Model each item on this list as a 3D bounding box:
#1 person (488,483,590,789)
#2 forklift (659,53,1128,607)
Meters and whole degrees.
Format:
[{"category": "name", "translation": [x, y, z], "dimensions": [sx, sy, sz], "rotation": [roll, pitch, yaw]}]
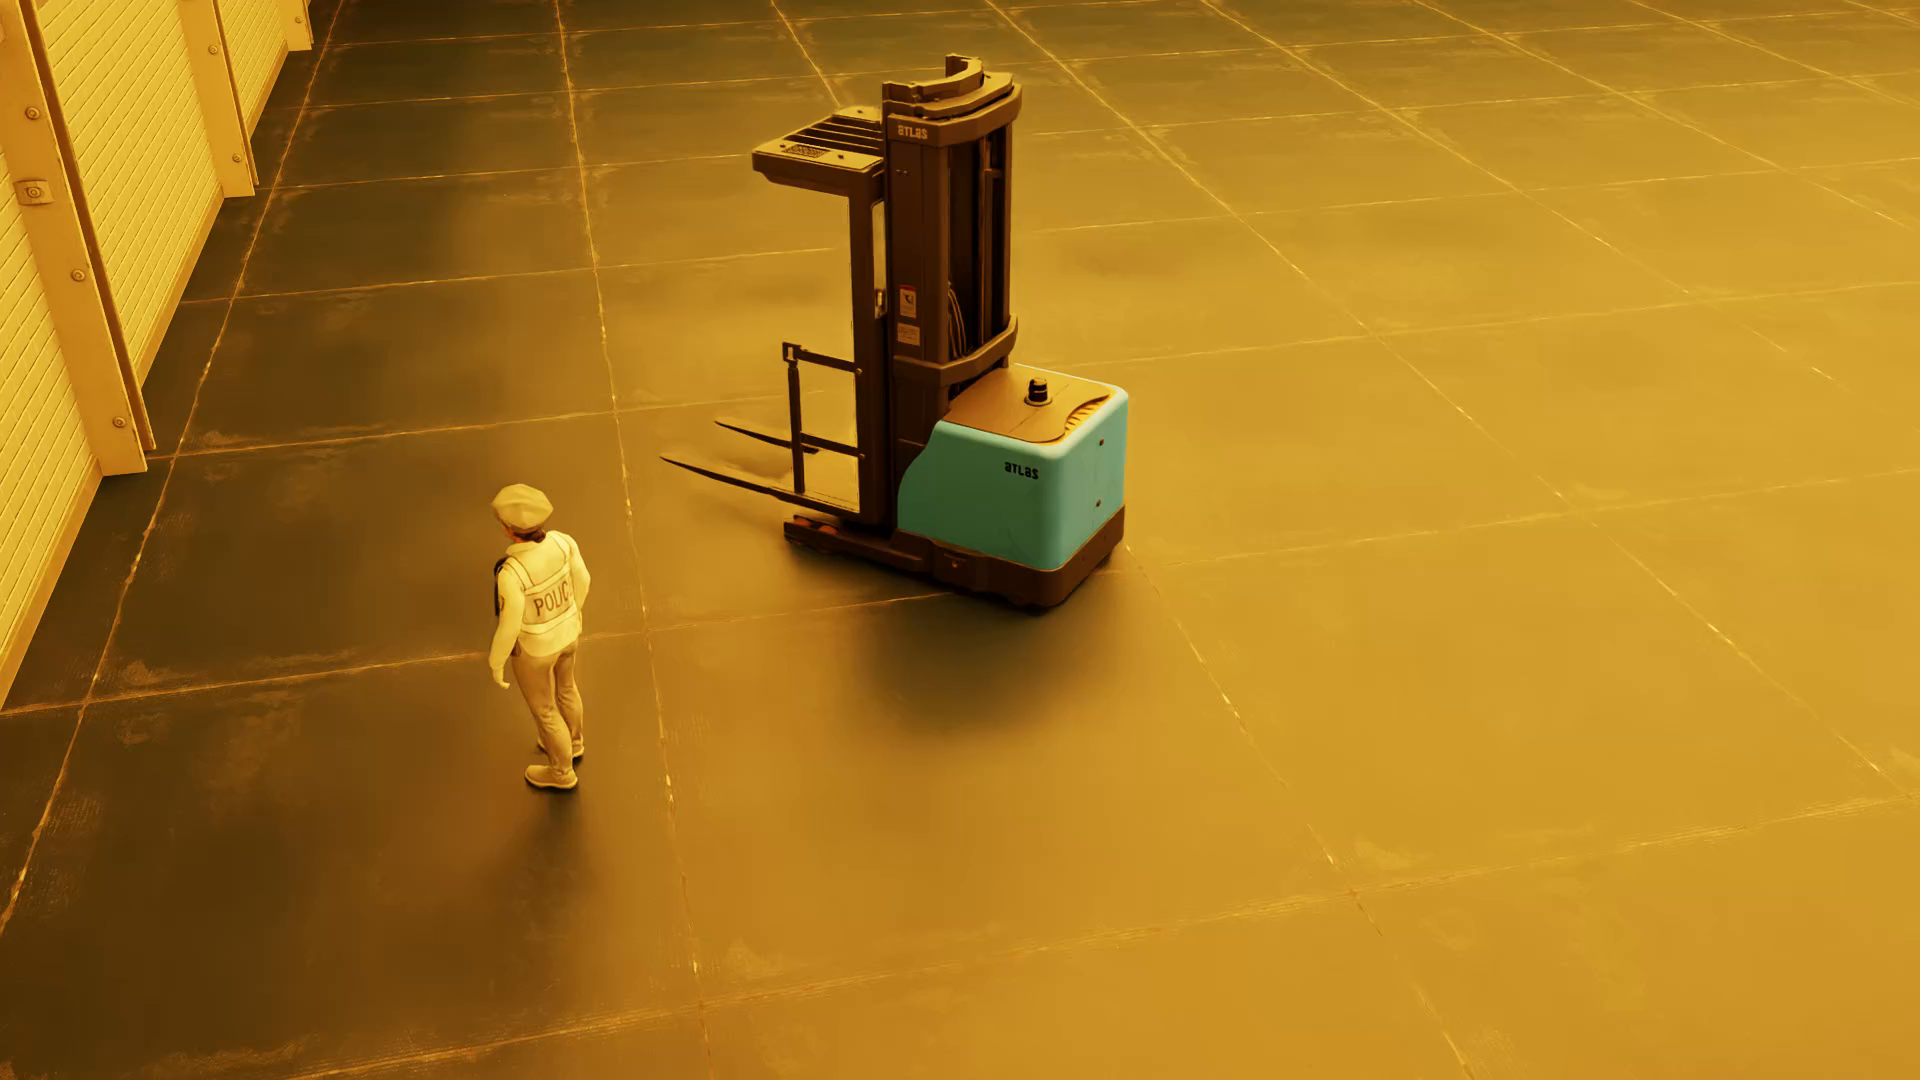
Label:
[{"category": "person", "translation": [-2.071, 0.468, 8.001], "dimensions": [0.509, 1.697, 0.601], "rotation": [16, 34, 26]}, {"category": "forklift", "translation": [-0.517, -1.403, 9.998], "dimensions": [3.031, 2.935, 1.130], "rotation": [16, 34, 25]}]
